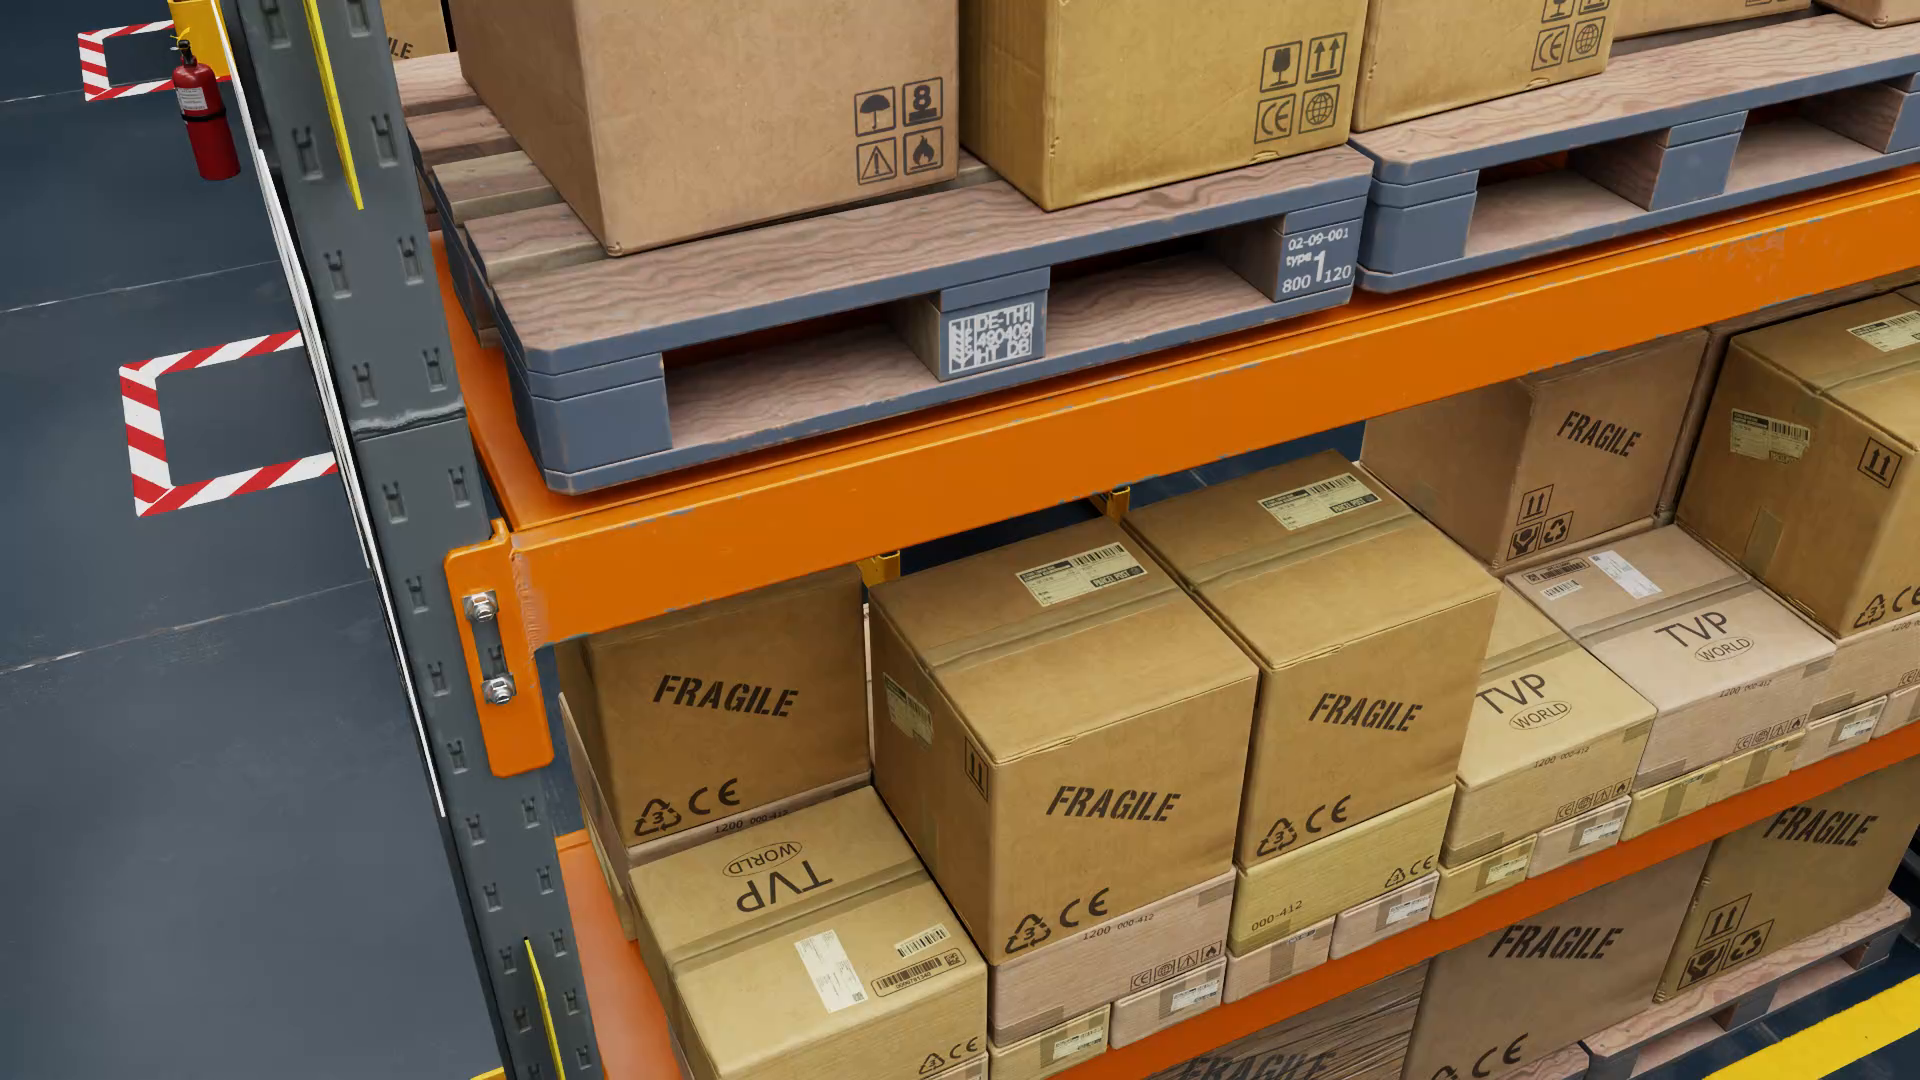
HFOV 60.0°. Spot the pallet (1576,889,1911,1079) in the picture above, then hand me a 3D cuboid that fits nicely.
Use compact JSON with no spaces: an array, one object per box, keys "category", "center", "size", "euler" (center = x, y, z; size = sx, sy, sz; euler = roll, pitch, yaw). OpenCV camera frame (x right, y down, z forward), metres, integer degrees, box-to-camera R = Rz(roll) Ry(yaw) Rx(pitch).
[{"category":"pallet","center":[2.066,1.068,5.133],"size":[1.213,0.211,1.003],"euler":[-16,39,-20]}]

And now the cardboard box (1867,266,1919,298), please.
[{"category":"cardboard box","center":[2.245,-0.580,4.260],"size":[0.500,0.500,0.500],"euler":[-16,39,-20]}]

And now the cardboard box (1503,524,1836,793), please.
[{"category":"cardboard box","center":[1.570,0.253,3.767],"size":[0.500,0.250,0.500],"euler":[-15,39,-19]}]

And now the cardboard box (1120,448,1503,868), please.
[{"category":"cardboard box","center":[0.635,0.213,3.192],"size":[0.500,0.500,0.500],"euler":[-17,40,-21]}]

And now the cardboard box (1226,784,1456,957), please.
[{"category":"cardboard box","center":[0.640,0.514,3.415],"size":[0.500,0.250,0.500],"euler":[-17,40,-21]}]

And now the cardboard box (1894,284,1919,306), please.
[{"category":"cardboard box","center":[2.485,-0.302,3.887],"size":[0.500,0.500,0.500],"euler":[-15,39,-19]}]

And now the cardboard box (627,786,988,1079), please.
[{"category":"cardboard box","center":[-0.284,0.775,3.064],"size":[0.500,0.250,0.500],"euler":[-17,40,-21]}]

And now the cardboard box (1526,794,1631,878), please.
[{"category":"cardboard box","center":[1.257,0.541,3.713],"size":[0.250,0.149,0.380],"euler":[-15,39,-19]}]

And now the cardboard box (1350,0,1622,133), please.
[{"category":"cardboard box","center":[0.622,-1.039,2.594],"size":[0.500,0.500,0.700],"euler":[-18,40,-23]}]

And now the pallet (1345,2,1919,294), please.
[{"category":"pallet","center":[0.940,-0.864,2.953],"size":[1.213,0.211,1.003],"euler":[-16,39,-20]}]

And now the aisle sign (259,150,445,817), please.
[{"category":"aisle sign","center":[-0.771,-0.054,2.123],"size":[0.004,0.787,0.394],"euler":[-16,39,-20]}]

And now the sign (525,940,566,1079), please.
[{"category":"sign","center":[-0.603,0.731,2.453],"size":[0.005,0.325,0.100],"euler":[-16,39,-20]}]

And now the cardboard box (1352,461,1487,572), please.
[{"category":"cardboard box","center":[0.882,0.094,3.982],"size":[0.500,0.250,0.500],"euler":[-16,39,-20]}]

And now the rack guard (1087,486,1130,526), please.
[{"category":"rack guard","center":[0.520,-0.246,6.871],"size":[0.087,0.250,0.587],"euler":[-16,39,-20]}]

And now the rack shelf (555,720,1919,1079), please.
[{"category":"rack shelf","center":[0.977,0.593,4.037],"size":[4.000,0.370,1.077],"euler":[-16,39,-20]}]

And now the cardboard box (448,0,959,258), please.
[{"category":"cardboard box","center":[-0.386,-0.804,2.278],"size":[0.500,0.500,0.700],"euler":[-18,40,-23]}]

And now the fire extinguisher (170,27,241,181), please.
[{"category":"fire extinguisher","center":[-3.274,-1.895,7.165],"size":[0.183,0.674,0.296],"euler":[-16,39,-20]}]

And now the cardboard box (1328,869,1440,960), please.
[{"category":"cardboard box","center":[0.791,0.672,3.537],"size":[0.250,0.149,0.380],"euler":[-16,39,-20]}]

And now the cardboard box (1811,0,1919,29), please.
[{"category":"cardboard box","center":[1.616,-1.292,2.936],"size":[0.500,0.500,0.700],"euler":[-14,39,-18]}]

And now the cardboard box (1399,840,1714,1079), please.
[{"category":"cardboard box","center":[1.341,0.834,4.539],"size":[0.875,0.875,0.875],"euler":[-16,39,-20]}]

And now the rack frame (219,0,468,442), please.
[{"category":"rack frame","center":[-0.834,-1.600,1.353],"size":[0.127,3.000,1.000],"euler":[-16,39,-20]}]

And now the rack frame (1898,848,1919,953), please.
[{"category":"rack frame","center":[2.787,-0.203,4.505],"size":[0.127,3.000,1.000],"euler":[-16,39,-20]}]

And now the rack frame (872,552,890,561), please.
[{"category":"rack frame","center":[-0.383,-0.495,6.159],"size":[0.032,1.500,0.500],"euler":[-16,39,-20]}]

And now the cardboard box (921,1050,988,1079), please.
[{"category":"cardboard box","center":[-0.140,0.933,3.185],"size":[0.250,0.149,0.380],"euler":[-16,40,-21]}]

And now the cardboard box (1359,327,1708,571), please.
[{"category":"cardboard box","center":[1.327,-0.325,3.917],"size":[0.500,0.500,0.500],"euler":[-17,40,-21]}]

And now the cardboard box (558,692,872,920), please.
[{"category":"cardboard box","center":[-0.508,0.485,3.455],"size":[0.500,0.250,0.500],"euler":[-16,40,-21]}]

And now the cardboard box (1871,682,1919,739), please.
[{"category":"cardboard box","center":[2.185,0.282,4.062],"size":[0.250,0.149,0.380],"euler":[-16,40,-21]}]

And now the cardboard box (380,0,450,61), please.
[{"category":"cardboard box","center":[-2.326,-2.015,6.615],"size":[0.500,0.500,0.500],"euler":[-14,39,-18]}]

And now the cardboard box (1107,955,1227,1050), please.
[{"category":"cardboard box","center":[0.327,0.802,3.362],"size":[0.250,0.149,0.380],"euler":[-16,40,-21]}]

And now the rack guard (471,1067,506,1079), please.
[{"category":"rack guard","center":[-0.855,1.820,3.877],"size":[0.348,0.500,1.175],"euler":[-16,39,-20]}]

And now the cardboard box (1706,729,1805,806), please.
[{"category":"cardboard box","center":[1.719,0.413,3.886],"size":[0.250,0.149,0.380],"euler":[-15,39,-19]}]

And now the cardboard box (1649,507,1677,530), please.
[{"category":"cardboard box","center":[1.798,-0.161,4.325],"size":[0.500,0.250,0.500],"euler":[-16,39,-20]}]

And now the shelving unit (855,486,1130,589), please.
[{"category":"shelving unit","center":[0.069,-0.622,6.329],"size":[1.083,1.500,0.587],"euler":[-16,39,-20]}]
